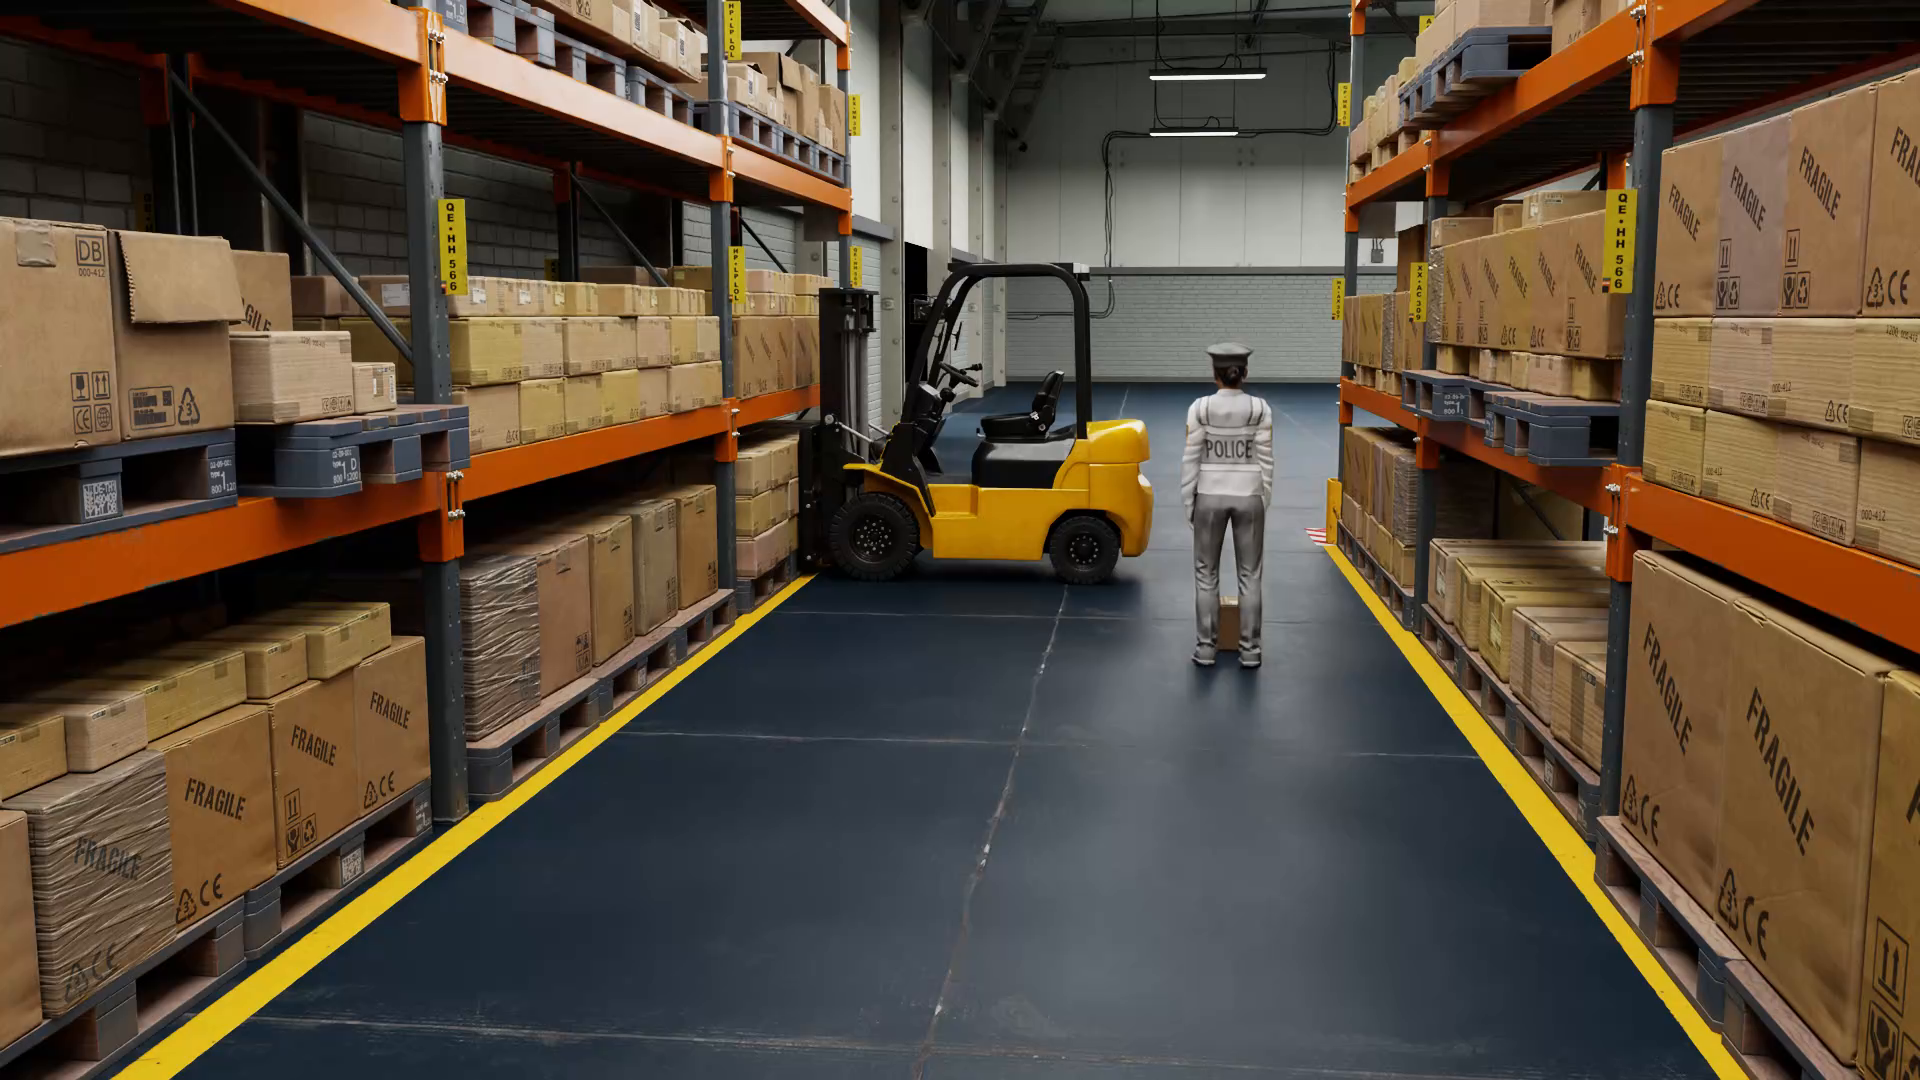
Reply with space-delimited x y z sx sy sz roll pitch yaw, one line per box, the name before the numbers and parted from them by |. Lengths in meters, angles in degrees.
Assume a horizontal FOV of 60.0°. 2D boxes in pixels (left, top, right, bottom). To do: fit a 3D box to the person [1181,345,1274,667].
person | 1.388 -0.176 8.617 0.452 1.663 0.329 1 8 7
